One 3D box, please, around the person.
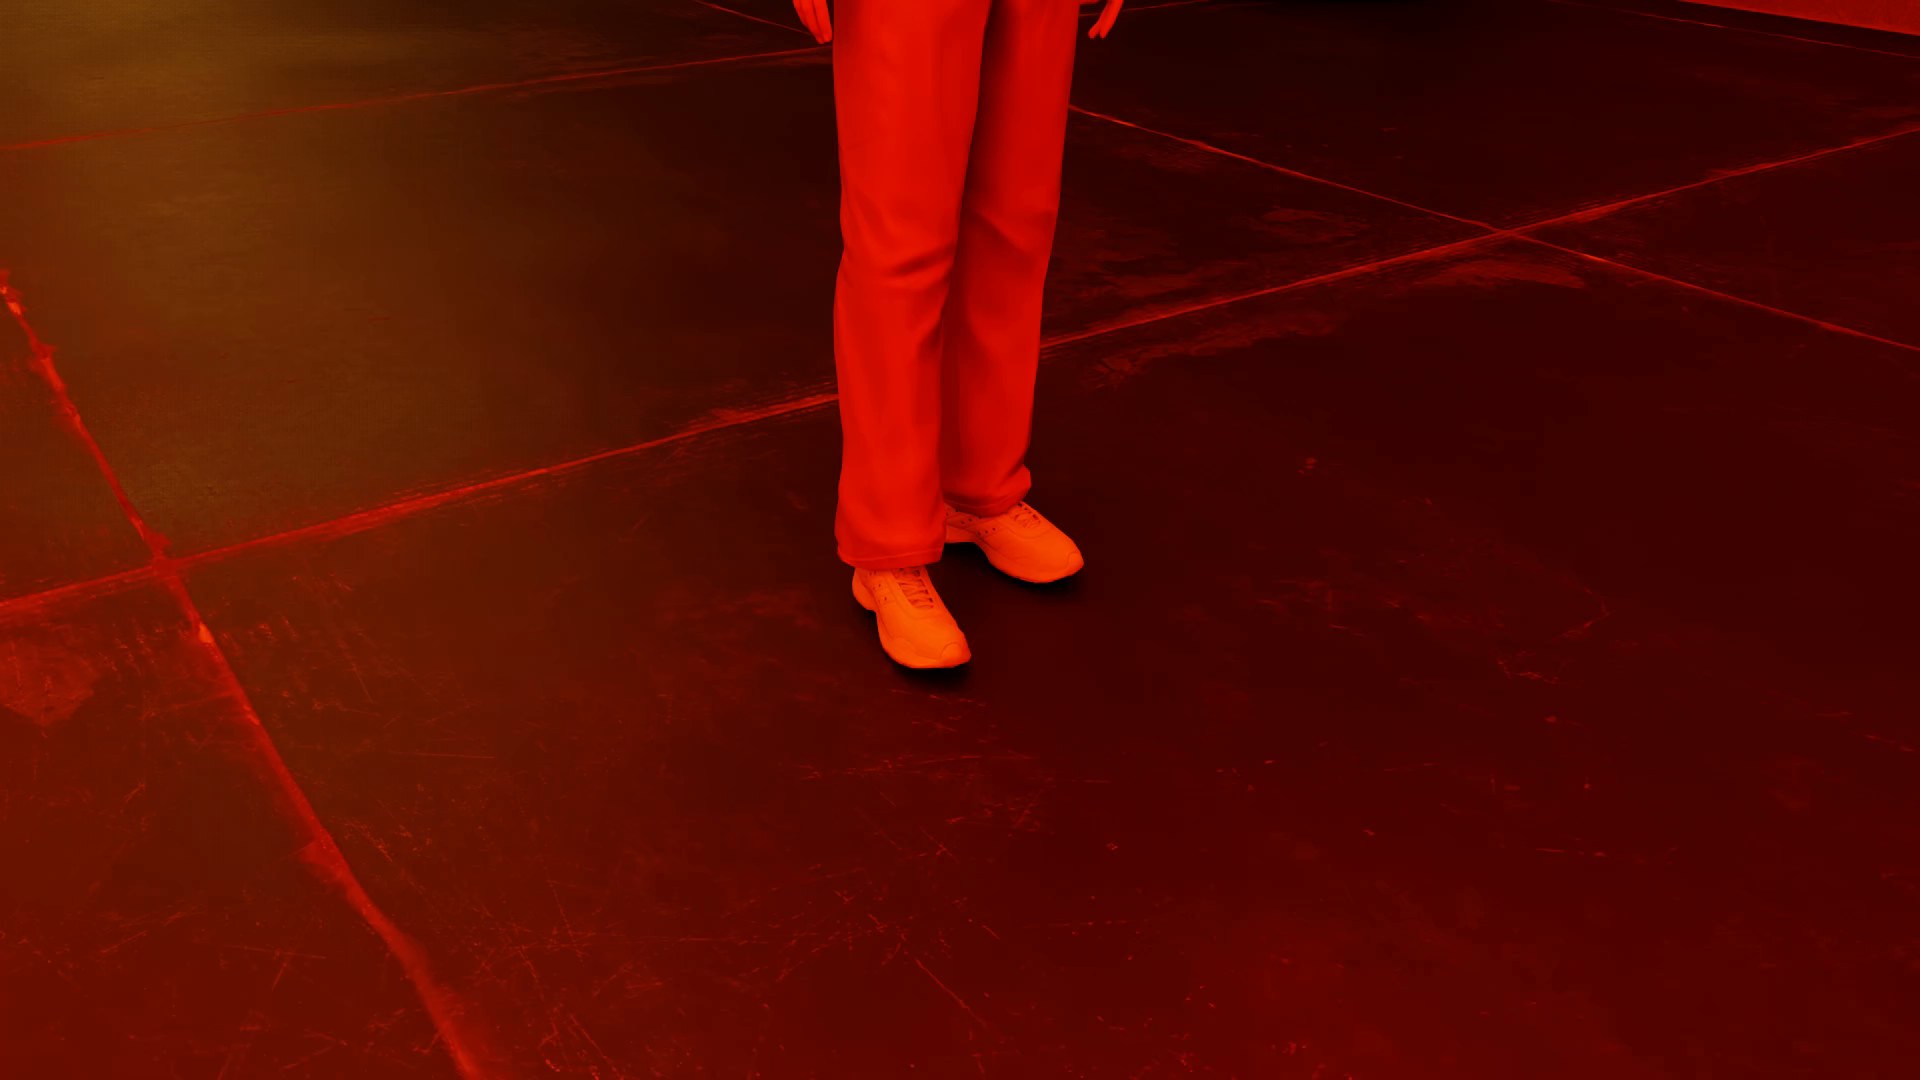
[{"bbox_3d":[0.033,-0.725,2.061,0.553,1.673,0.548,-17,31,-31],"label":"person"}]
